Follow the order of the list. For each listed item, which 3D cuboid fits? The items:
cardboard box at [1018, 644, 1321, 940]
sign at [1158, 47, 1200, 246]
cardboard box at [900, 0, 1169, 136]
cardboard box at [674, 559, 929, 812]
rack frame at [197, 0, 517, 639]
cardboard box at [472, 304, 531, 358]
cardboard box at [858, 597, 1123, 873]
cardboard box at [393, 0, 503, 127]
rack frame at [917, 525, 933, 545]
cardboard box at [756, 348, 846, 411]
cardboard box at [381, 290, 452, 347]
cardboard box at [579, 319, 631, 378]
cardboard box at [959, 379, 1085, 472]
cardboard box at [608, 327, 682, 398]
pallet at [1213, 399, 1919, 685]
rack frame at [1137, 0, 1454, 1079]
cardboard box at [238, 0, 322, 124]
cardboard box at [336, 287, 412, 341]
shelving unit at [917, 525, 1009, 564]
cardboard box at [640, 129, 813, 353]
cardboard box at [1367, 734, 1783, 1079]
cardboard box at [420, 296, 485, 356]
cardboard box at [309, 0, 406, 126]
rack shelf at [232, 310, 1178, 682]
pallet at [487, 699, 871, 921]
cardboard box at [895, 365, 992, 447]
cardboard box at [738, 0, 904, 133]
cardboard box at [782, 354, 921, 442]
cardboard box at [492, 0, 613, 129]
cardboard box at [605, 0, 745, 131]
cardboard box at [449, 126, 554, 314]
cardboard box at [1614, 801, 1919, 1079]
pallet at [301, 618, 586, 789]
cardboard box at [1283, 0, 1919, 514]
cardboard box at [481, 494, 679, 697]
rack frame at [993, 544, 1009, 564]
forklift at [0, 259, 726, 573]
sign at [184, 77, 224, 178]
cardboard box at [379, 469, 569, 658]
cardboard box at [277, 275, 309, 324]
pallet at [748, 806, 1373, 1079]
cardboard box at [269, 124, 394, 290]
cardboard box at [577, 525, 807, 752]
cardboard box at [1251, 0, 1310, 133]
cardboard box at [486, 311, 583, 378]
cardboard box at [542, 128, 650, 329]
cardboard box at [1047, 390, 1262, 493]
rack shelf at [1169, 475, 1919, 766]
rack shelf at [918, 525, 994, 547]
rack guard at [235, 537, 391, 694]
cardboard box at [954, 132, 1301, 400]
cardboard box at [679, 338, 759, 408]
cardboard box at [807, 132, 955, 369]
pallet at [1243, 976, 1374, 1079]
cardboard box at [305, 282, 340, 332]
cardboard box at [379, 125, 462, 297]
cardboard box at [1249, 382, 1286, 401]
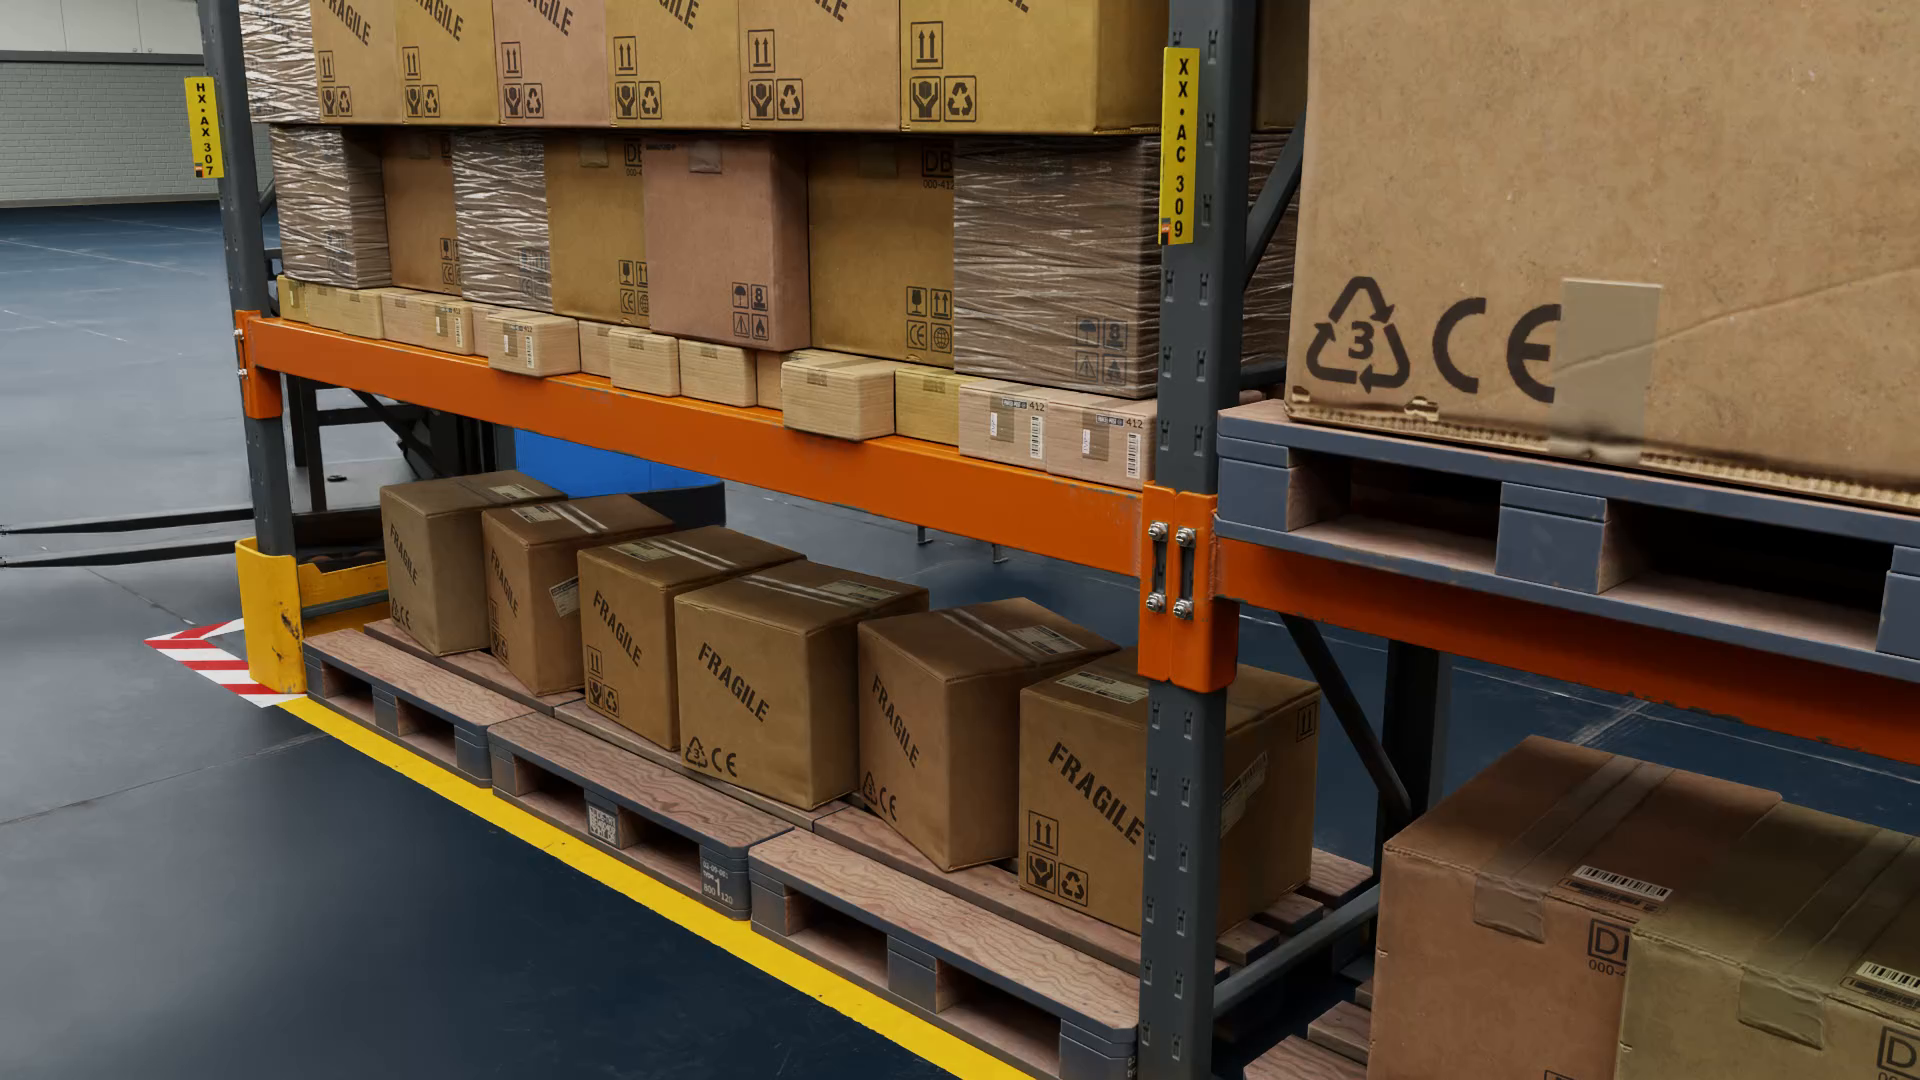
[{"bbox_3d":[0.487,0.578,3.889,0.500,0.500,0.500,13,19,41],"label":"cardboard box"},{"bbox_3d":[0.376,-0.670,2.838,0.005,0.325,0.100,14,20,42],"label":"sign"},{"bbox_3d":[0.232,-1.056,3.265,0.500,0.500,0.500,14,20,42],"label":"cardboard box"},{"bbox_3d":[-0.432,0.385,4.631,0.500,0.500,0.500,11,18,37],"label":"cardboard box"},{"bbox_3d":[-2.133,-1.051,6.017,0.127,3.000,1.000,14,20,42],"label":"rack frame"},{"bbox_3d":[-1.189,-0.619,4.856,0.250,0.149,0.380,14,20,42],"label":"cardboard box"},{"bbox_3d":[0.069,0.479,4.268,0.500,0.500,0.500,-8,16,-27],"label":"cardboard box"},{"bbox_3d":[-1.210,-1.406,4.606,0.500,0.500,0.500,14,20,42],"label":"cardboard box"},{"bbox_3d":[-0.056,-1.030,7.720,0.015,2.100,0.400,14,20,42],"label":"rack frame"},{"bbox_3d":[-0.269,-0.405,4.036,0.250,0.149,0.380,14,20,42],"label":"cardboard box"},{"bbox_3d":[-1.562,-0.703,5.178,0.250,0.149,0.380,14,20,42],"label":"cardboard box"},{"bbox_3d":[-0.808,-0.537,4.541,0.250,0.149,0.380,14,20,42],"label":"cardboard box"},{"bbox_3d":[0.215,-0.259,3.476,0.250,0.149,0.380,14,20,42],"label":"cardboard box"},{"bbox_3d":[-0.682,-0.479,4.319,0.250,0.149,0.380,14,20,42],"label":"cardboard box"},{"bbox_3d":[1.196,-0.098,2.740,1.213,0.211,1.003,14,20,42],"label":"pallet"},{"bbox_3d":[0.747,-0.351,3.330,0.127,3.000,1.000,14,20,42],"label":"rack frame"},{"bbox_3d":[-1.926,-1.582,5.282,0.500,0.500,0.500,14,20,42],"label":"cardboard box"},{"bbox_3d":[-1.757,-0.743,5.332,0.250,0.149,0.380,14,20,42],"label":"cardboard box"},{"bbox_3d":[0.119,-0.987,7.556,0.503,2.100,0.431,14,20,42],"label":"shelving unit"},{"bbox_3d":[-0.300,-0.796,4.252,0.500,0.500,0.875,14,20,42],"label":"cardboard box"},{"bbox_3d":[1.174,0.757,3.163,0.500,0.500,0.700,12,19,38],"label":"cardboard box"},{"bbox_3d":[-1.387,-0.658,5.005,0.250,0.149,0.380,14,20,42],"label":"cardboard box"},{"bbox_3d":[-1.571,-1.493,4.941,0.500,0.500,0.500,14,20,42],"label":"cardboard box"},{"bbox_3d":[-0.693,-0.353,4.764,4.000,0.370,1.077,14,20,42],"label":"rack shelf"},{"bbox_3d":[-0.644,0.674,4.928,1.213,0.211,1.003,14,20,42],"label":"pallet"},{"bbox_3d":[0.076,-0.314,3.686,0.250,0.149,0.380,14,20,42],"label":"cardboard box"},{"bbox_3d":[-0.129,-1.143,3.600,0.500,0.500,0.500,14,20,42],"label":"cardboard box"},{"bbox_3d":[-0.181,-0.337,3.776,0.250,0.149,0.380,14,20,42],"label":"cardboard box"},{"bbox_3d":[-0.846,-1.319,4.274,0.500,0.500,0.500,14,20,42],"label":"cardboard box"},{"bbox_3d":[-0.488,-1.231,3.936,0.500,0.500,0.500,14,20,42],"label":"cardboard box"},{"bbox_3d":[-0.983,-0.981,4.960,0.500,0.500,0.875,14,20,42],"label":"cardboard box"},{"bbox_3d":[1.504,0.844,2.829,0.500,0.500,0.700,14,20,42],"label":"cardboard box"},{"bbox_3d":[-1.518,0.460,5.747,1.213,0.211,1.003,14,20,42],"label":"pallet"},{"bbox_3d":[1.222,-0.680,2.571,1.000,1.000,1.000,14,20,43],"label":"cardboard box"},{"bbox_3d":[-1.241,0.166,5.470,0.500,0.500,0.500,-9,17,-30],"label":"cardboard box"},{"bbox_3d":[0.295,-0.944,7.392,0.015,2.100,0.400,14,20,42],"label":"rack frame"},{"bbox_3d":[-2.658,-1.336,7.245,3.031,2.935,1.130,-7,16,-24],"label":"forklift"},{"bbox_3d":[-2.509,-1.371,5.530,0.005,0.325,0.100,14,20,42],"label":"sign"},{"bbox_3d":[-1.695,0.068,5.848,0.500,0.500,0.500,-10,18,-34],"label":"cardboard box"},{"bbox_3d":[-2.093,-0.836,5.691,0.250,0.149,0.380,14,20,42],"label":"cardboard box"},{"bbox_3d":[0.239,0.887,4.108,1.213,0.211,1.003,14,20,42],"label":"pallet"},{"bbox_3d":[-1.756,-1.142,5.578,0.500,0.500,0.875,14,20,42],"label":"cardboard box"},{"bbox_3d":[-0.803,0.279,5.037,0.500,0.500,0.500,-12,19,-39],"label":"cardboard box"},{"bbox_3d":[0.599,-1.152,3.633,0.500,0.500,0.500,14,20,42],"label":"cardboard box"},{"bbox_3d":[-1.081,-0.556,4.616,0.250,0.149,0.380,14,20,42],"label":"cardboard box"},{"bbox_3d":[-0.631,-0.891,4.616,0.500,0.500,0.875,14,20,42],"label":"cardboard box"},{"bbox_3d":[0.388,-0.214,3.302,0.250,0.149,0.380,14,20,42],"label":"cardboard box"},{"bbox_3d":[2.187,0.347,2.078,4.000,0.370,1.077,14,20,42],"label":"rack shelf"},{"bbox_3d":[0.119,-0.297,7.736,0.480,0.518,0.431,14,20,42],"label":"rack shelf"},{"bbox_3d":[-2.078,0.172,6.281,0.348,0.500,1.175,14,20,42],"label":"rack guard"},{"bbox_3d":[0.466,-0.633,3.626,0.500,0.500,0.875,14,20,42],"label":"cardboard box"},{"bbox_3d":[-0.477,-0.442,4.176,0.250,0.149,0.380,14,20,42],"label":"cardboard box"},{"bbox_3d":[0.130,-0.727,3.986,0.500,0.500,0.875,14,20,42],"label":"cardboard box"},{"bbox_3d":[1.308,1.134,3.160,1.213,0.211,1.003,14,20,42],"label":"pallet"},{"bbox_3d":[-1.926,-0.789,5.510,0.250,0.149,0.380,14,20,42],"label":"cardboard box"},{"bbox_3d":[-1.313,-1.076,5.326,0.500,0.500,0.875,14,20,42],"label":"cardboard box"},{"bbox_3d":[0.801,-0.322,3.716,0.250,0.149,0.380,14,20,42],"label":"cardboard box"}]
